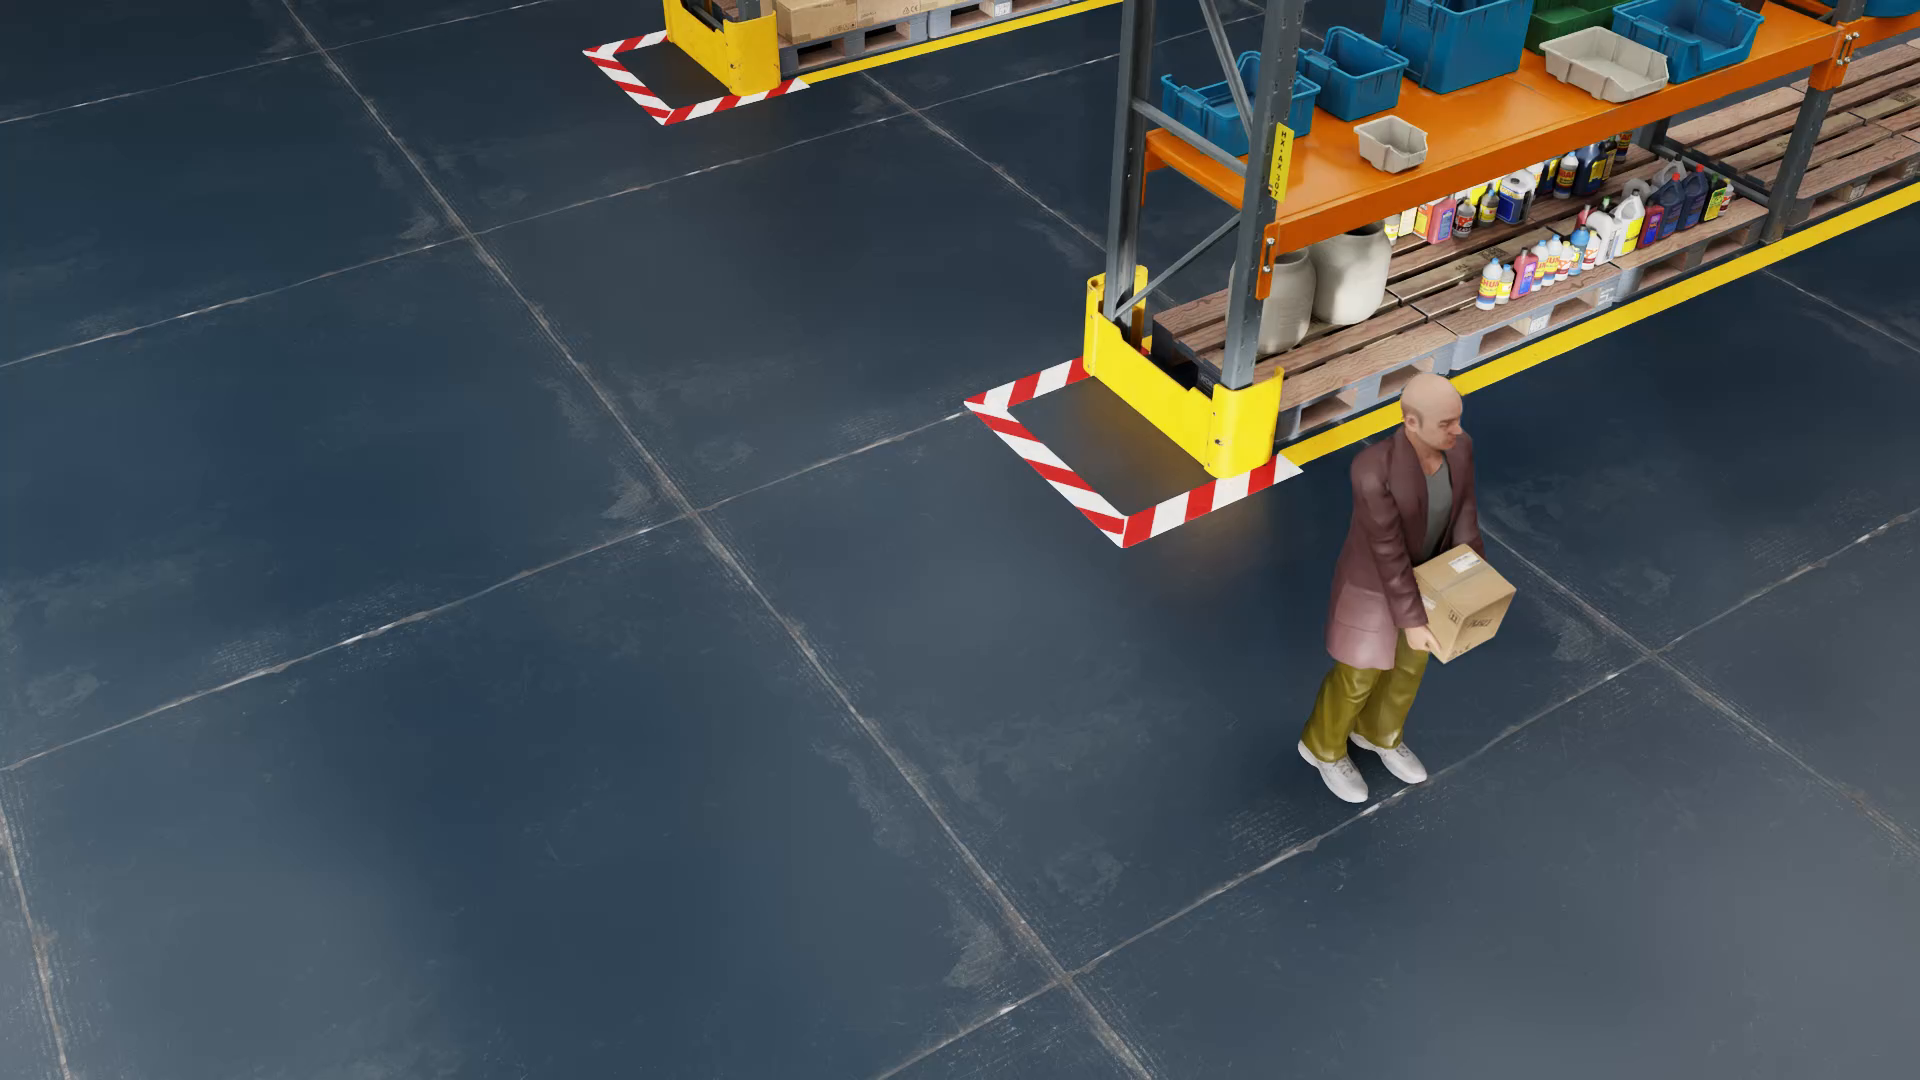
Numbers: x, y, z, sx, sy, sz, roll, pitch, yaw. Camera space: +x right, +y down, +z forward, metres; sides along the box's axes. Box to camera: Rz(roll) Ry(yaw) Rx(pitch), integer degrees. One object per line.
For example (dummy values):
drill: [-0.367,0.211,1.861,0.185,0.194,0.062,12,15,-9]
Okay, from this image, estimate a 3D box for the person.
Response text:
person: [1.601,0.222,5.909,0.527,1.780,0.559,-23,45,-25]
